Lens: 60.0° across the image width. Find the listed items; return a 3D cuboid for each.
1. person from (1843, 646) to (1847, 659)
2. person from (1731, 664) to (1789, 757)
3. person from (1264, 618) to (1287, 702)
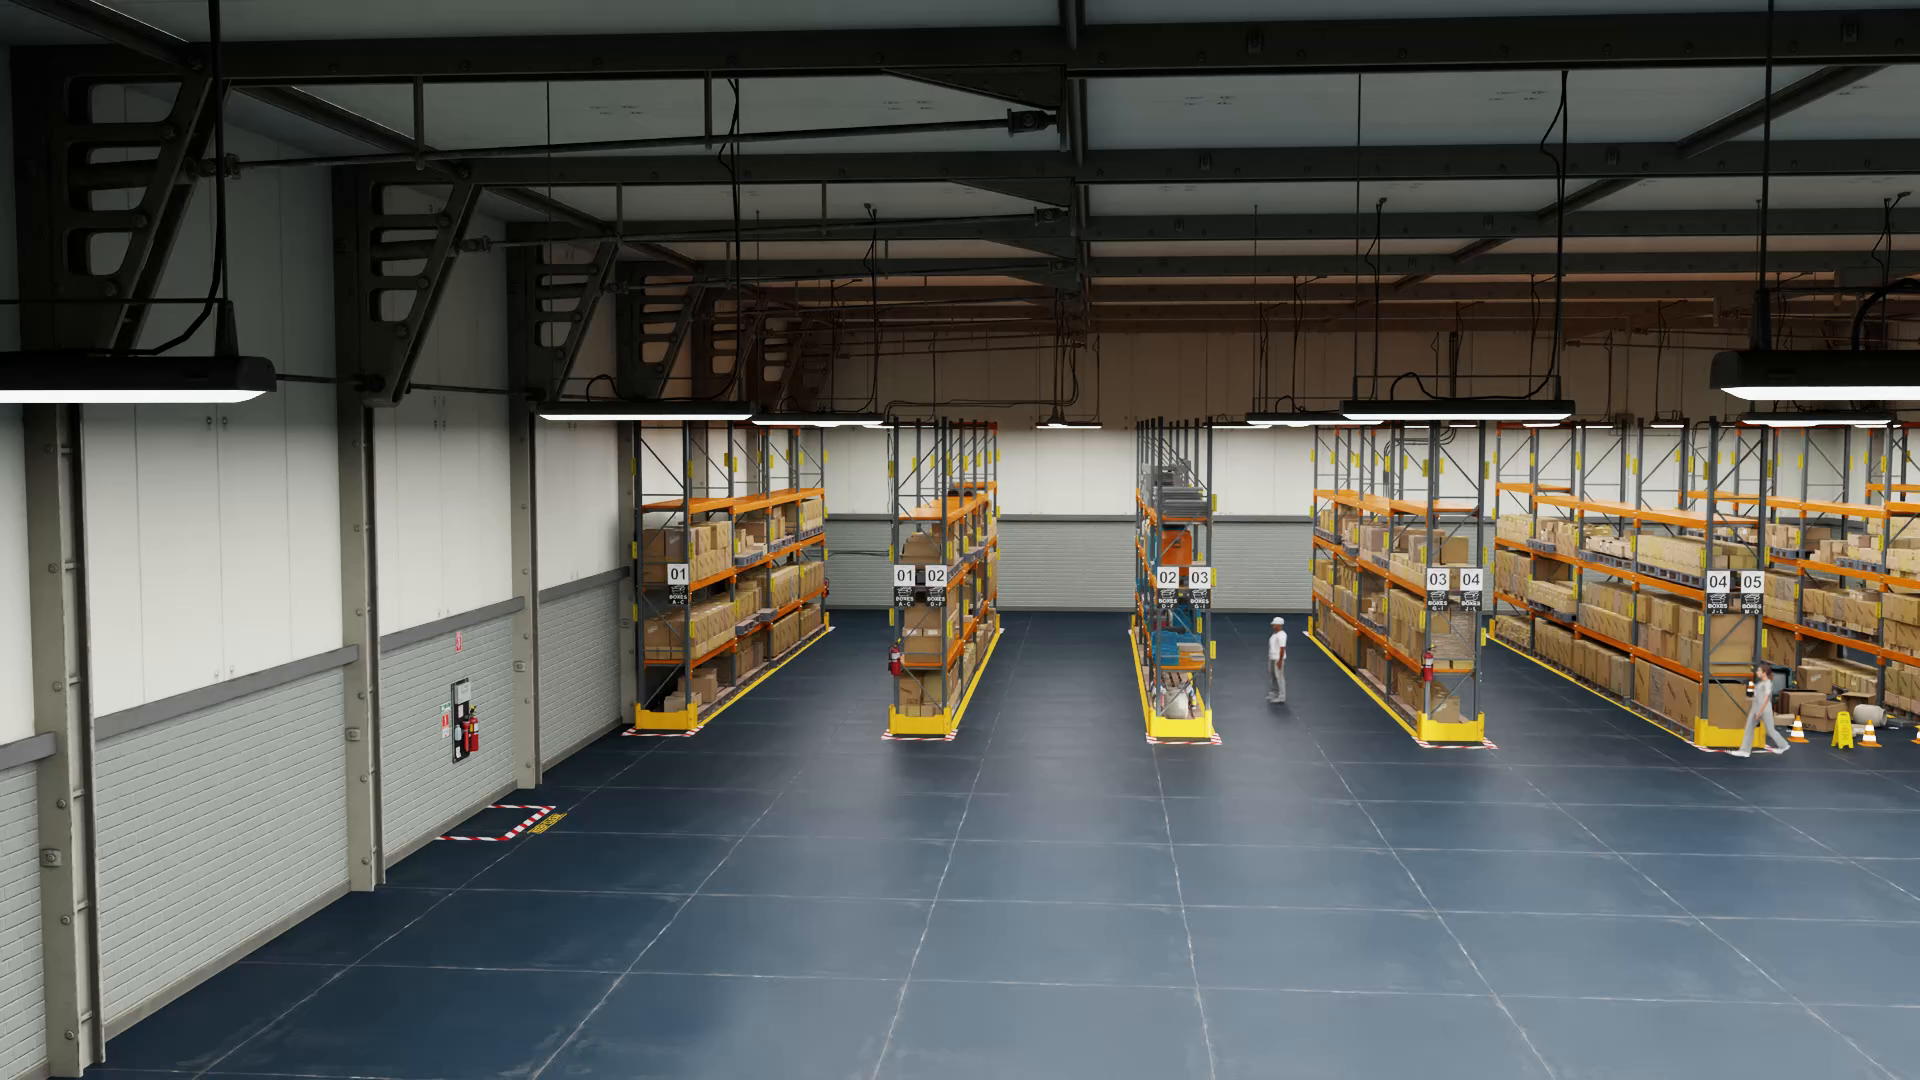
[{"bbox_3d":[21.375,2.251,40.378,0.556,1.687,0.451,-4,5,-45],"label":"person"},{"bbox_3d":[14.083,2.996,29.149,0.991,1.634,0.429,-1,4,-17],"label":"person"},{"bbox_3d":[6.722,2.528,35.348,0.446,1.764,0.625,-1,4,-16],"label":"person"}]
